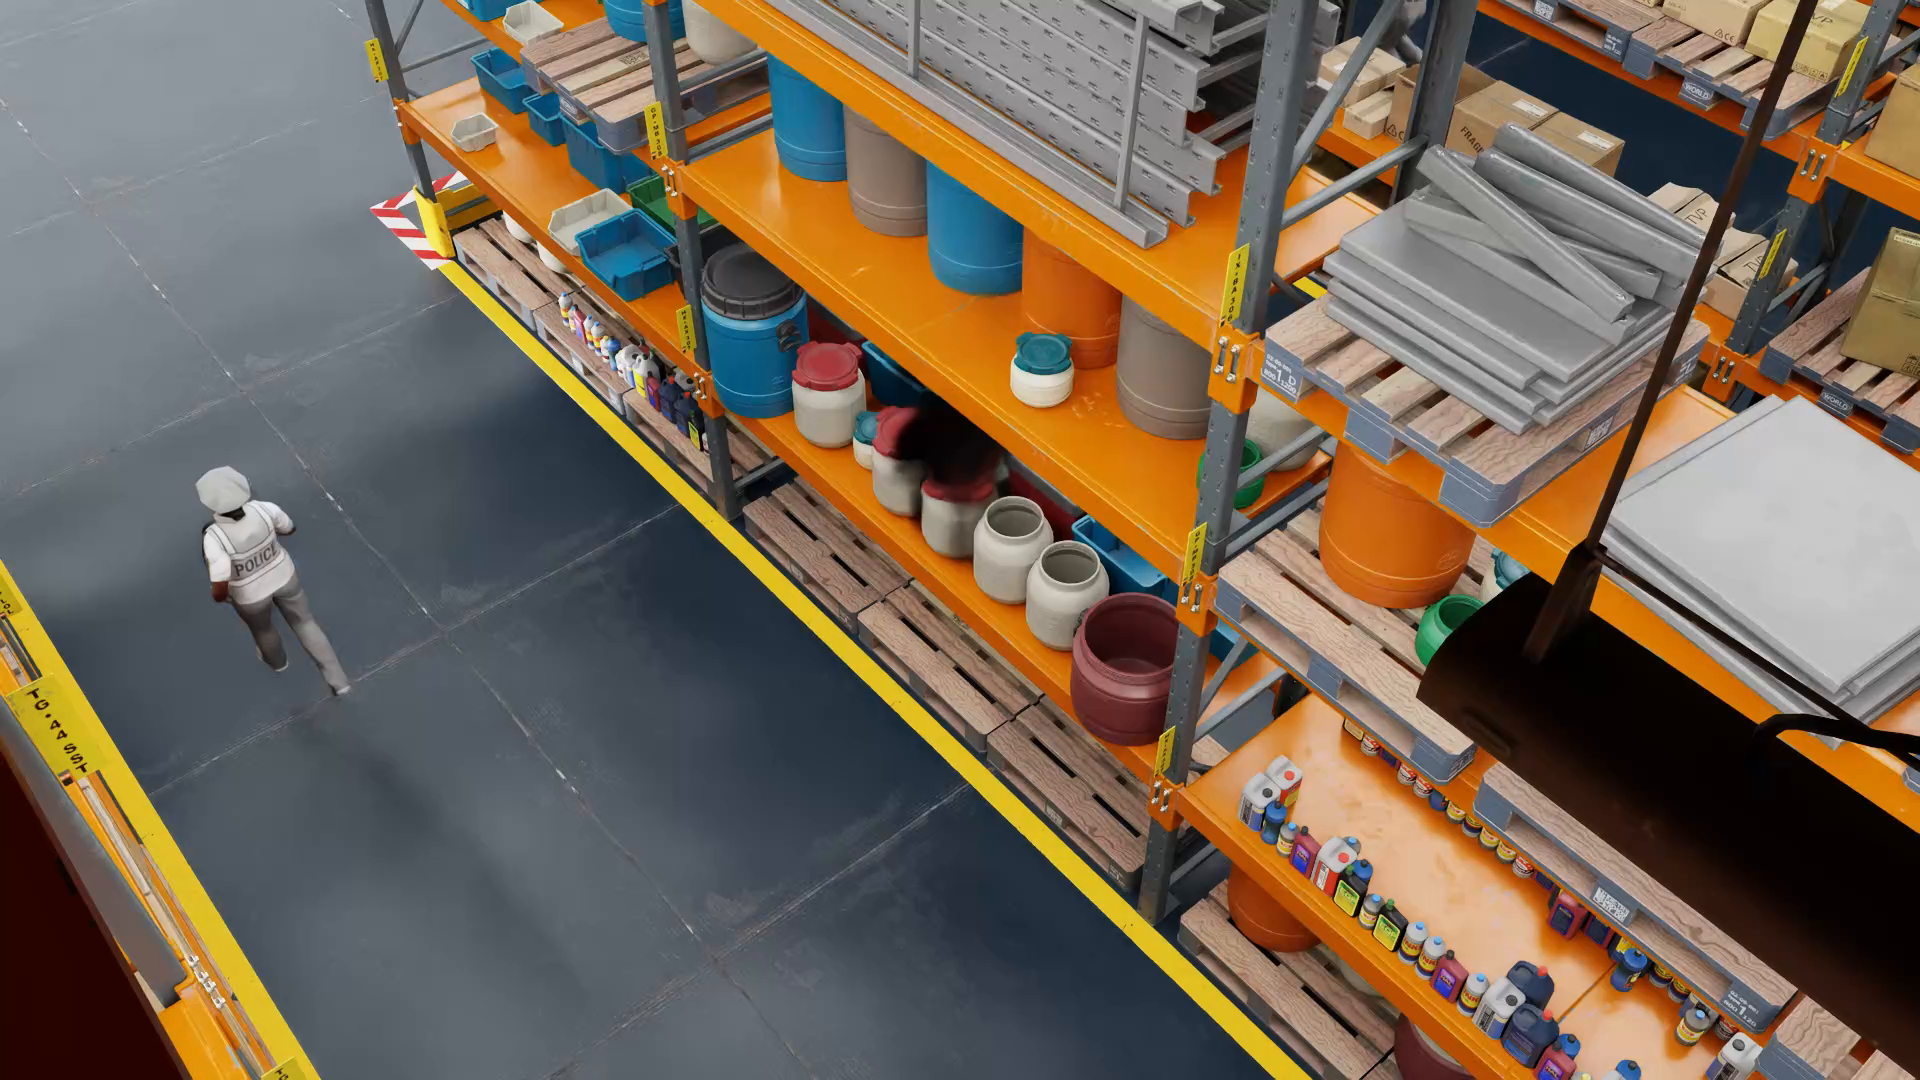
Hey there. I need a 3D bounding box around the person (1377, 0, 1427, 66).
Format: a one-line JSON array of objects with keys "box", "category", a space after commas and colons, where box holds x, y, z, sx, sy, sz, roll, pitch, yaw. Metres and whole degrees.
[{"box": [3.805, -4.493, 14.132, 0.593, 1.632, 0.576, -36, 56, -29], "category": "person"}]

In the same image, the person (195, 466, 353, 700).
[{"box": [-3.856, 0.254, 9.187, 0.838, 1.715, 0.587, 35, 55, 28], "category": "person"}]
